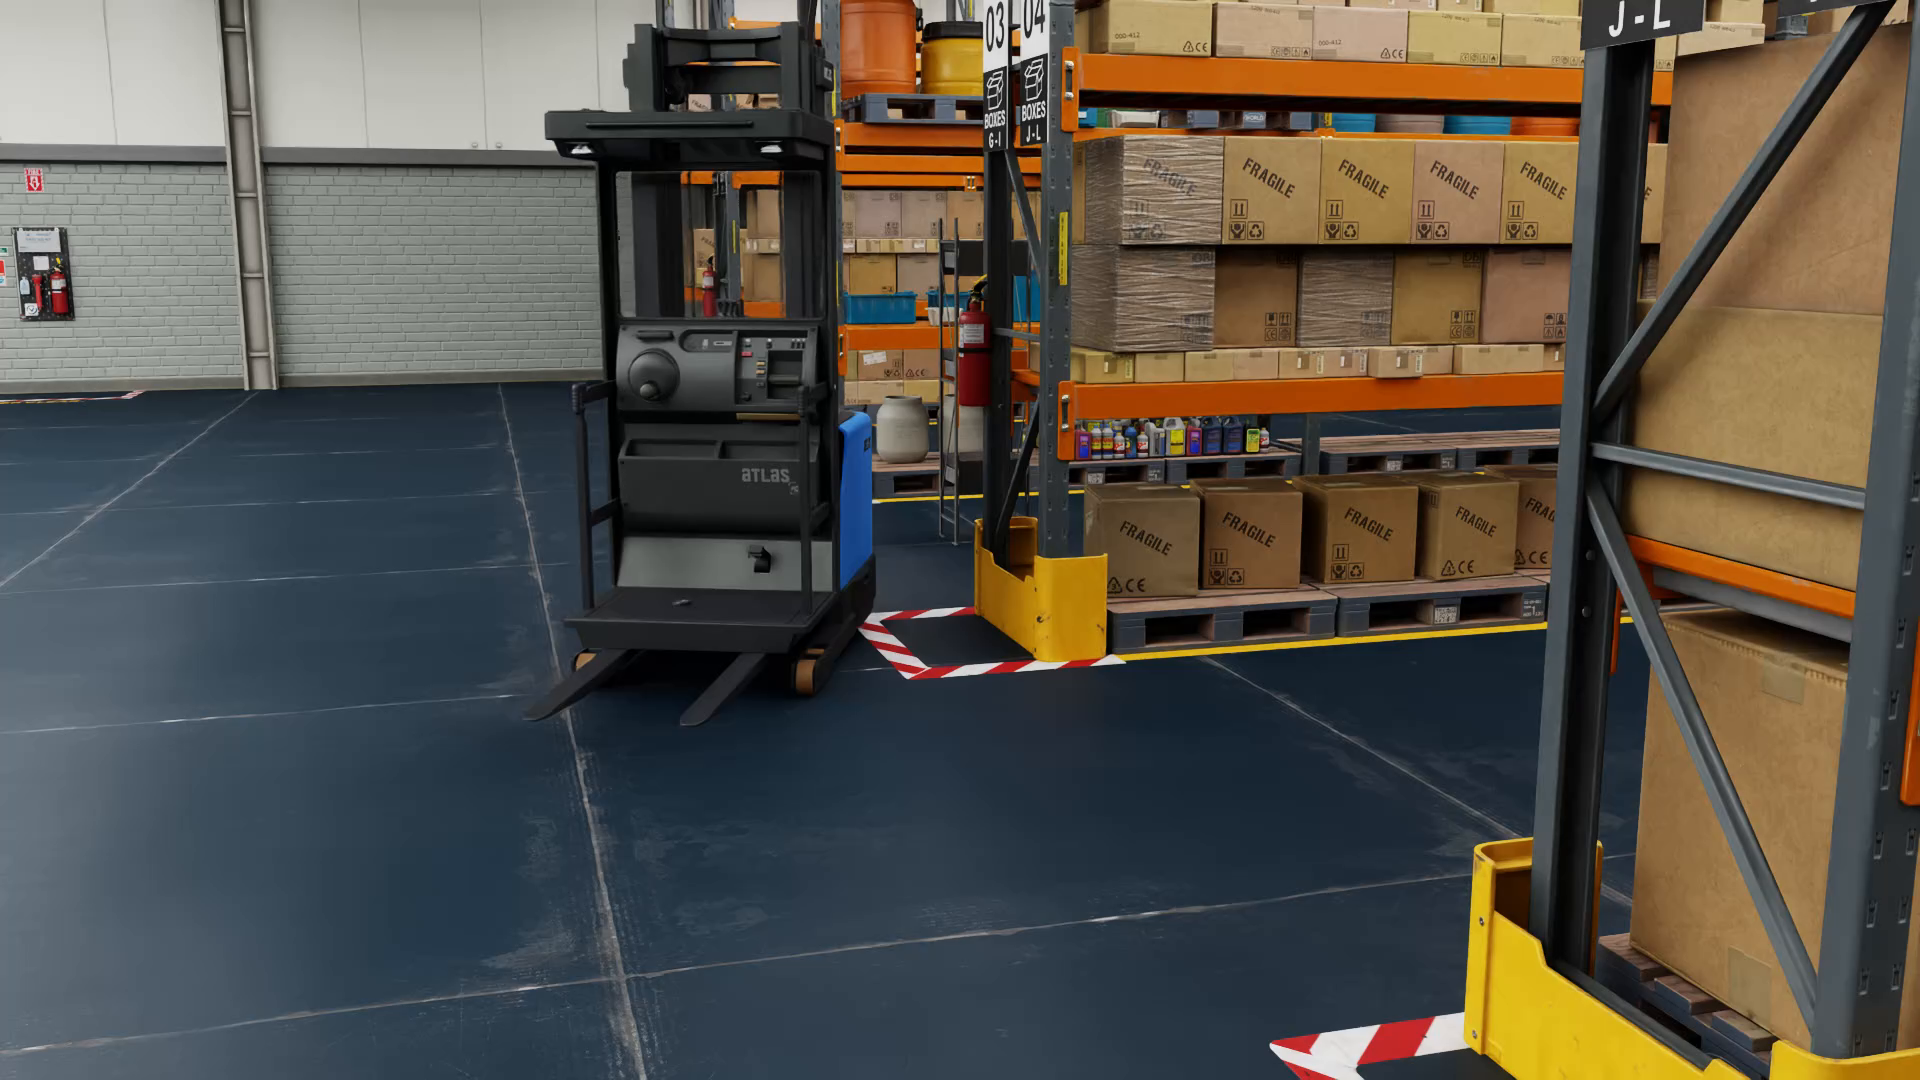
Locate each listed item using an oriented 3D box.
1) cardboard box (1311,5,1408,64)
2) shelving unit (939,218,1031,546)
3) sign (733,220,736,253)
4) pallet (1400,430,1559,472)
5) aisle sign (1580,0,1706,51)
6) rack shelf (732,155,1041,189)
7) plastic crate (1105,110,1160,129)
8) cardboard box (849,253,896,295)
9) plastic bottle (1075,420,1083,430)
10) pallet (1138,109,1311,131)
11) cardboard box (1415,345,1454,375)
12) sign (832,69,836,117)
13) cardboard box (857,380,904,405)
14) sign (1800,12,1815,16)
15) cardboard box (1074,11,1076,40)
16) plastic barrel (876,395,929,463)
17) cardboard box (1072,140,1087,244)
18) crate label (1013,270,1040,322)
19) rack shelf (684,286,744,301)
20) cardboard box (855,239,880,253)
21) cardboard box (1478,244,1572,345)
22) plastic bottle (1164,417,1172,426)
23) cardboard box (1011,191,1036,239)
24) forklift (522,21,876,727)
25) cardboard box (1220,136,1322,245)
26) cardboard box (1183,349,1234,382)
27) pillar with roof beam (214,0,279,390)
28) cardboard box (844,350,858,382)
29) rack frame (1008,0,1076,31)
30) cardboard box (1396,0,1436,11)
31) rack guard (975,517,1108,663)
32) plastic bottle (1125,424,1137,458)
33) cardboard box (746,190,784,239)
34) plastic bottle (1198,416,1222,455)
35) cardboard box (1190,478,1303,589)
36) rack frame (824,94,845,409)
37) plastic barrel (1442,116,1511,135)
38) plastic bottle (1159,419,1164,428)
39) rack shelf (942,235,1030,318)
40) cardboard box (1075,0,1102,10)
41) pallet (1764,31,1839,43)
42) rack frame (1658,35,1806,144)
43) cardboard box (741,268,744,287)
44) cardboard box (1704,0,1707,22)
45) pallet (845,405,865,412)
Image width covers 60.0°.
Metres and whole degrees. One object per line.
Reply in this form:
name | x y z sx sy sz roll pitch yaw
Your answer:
cardboard box | 1.823 -2.430 8.089 0.500 0.250 0.500 -3 11 -16
shelving unit | 0.159 -1.041 10.902 0.503 2.100 0.431 -3 11 -16
sign | -2.298 -3.087 16.923 0.005 0.325 0.100 -3 11 -16
pallet | 4.691 -0.798 14.799 1.213 0.211 1.003 -3 11 -16
aisle sign | 1.455 -1.457 3.496 0.004 0.787 0.394 -3 11 -16
rack shelf | -0.527 -3.942 17.877 4.000 0.370 1.077 -3 11 -16
plastic crate | 1.346 -3.255 12.884 0.396 0.136 0.243 -3 11 -16
cardboard box | -1.015 -2.842 17.921 0.500 0.500 0.700 -3 11 -16
plastic bottle | 0.957 -0.919 14.063 0.135 0.276 0.152 -3 11 -18
pallet | 2.108 -3.389 13.410 1.003 0.211 1.213 -3 11 -16
cardboard box | 2.328 -0.941 8.569 0.250 0.149 0.380 -3 11 -16
sign | -0.917 -3.242 12.062 0.005 0.325 0.100 -3 11 -16
cardboard box | -0.911 -1.613 17.960 0.500 0.250 0.500 -3 11 -16
sign | 4.317 -2.835 8.449 0.005 0.325 0.100 -3 11 -16
cardboard box | 0.710 -2.467 8.293 0.500 0.250 0.500 -3 11 -15
plastic barrel | -0.456 -0.888 13.296 0.421 0.512 0.421 0 10 0
cardboard box | 0.777 -1.755 8.437 0.500 0.500 0.500 -3 11 -16
crate label | 0.625 -2.016 13.614 0.616 0.435 0.502 -3 11 -16
rack shelf | -1.916 -3.328 22.825 4.000 0.370 1.077 -3 11 -16
cardboard box | -1.020 -3.123 17.656 0.250 0.149 0.380 -3 11 -18
cardboard box | 2.767 -1.321 8.840 0.500 0.500 0.875 -3 11 -16
plastic bottle | 1.777 -0.938 14.178 0.097 0.271 0.097 0 10 0
cardboard box | 0.484 -3.560 18.239 0.500 0.500 0.700 -3 11 -16
forklift | -1.134 -0.820 7.406 1.130 2.935 3.031 1 10 6
cardboard box | 1.404 -1.689 8.077 0.500 0.500 0.500 -3 11 -16
cardboard box | 1.148 -0.866 8.160 0.250 0.149 0.380 -3 11 -16
pillar with roof beam | -7.963 -5.665 16.962 0.400 9.000 9.100 -3 11 -16
cardboard box | -1.391 -1.957 17.753 0.500 0.500 0.500 -3 11 -16
rack frame | 0.318 -3.948 7.635 0.127 3.000 1.000 -3 11 -16
cardboard box | 2.132 -2.649 8.180 0.250 0.149 0.380 -3 11 -17
rack guard | 0.391 0.228 8.426 0.348 0.500 1.175 -3 11 -16
plastic bottle | 1.381 -0.803 13.444 0.097 0.271 0.097 0 10 0
cardboard box | -1.945 -3.431 17.538 0.500 0.500 0.700 -3 11 -16
plastic bottle | 2.052 -0.882 13.653 0.185 0.351 0.144 -4 11 -19
cardboard box | 1.486 -0.039 8.719 0.500 0.500 0.500 0 10 -1
rack frame | -1.067 -1.858 12.855 0.127 3.000 1.000 -3 11 -16
plastic barrel | 4.457 -3.912 14.342 0.708 0.901 0.600 -3 11 -16
plastic bottle | 1.688 -0.849 13.660 0.133 0.283 0.061 -3 11 -16
rack shelf | 0.159 -1.716 10.778 0.480 0.518 0.431 -3 11 -16
cardboard box | 0.647 -2.568 7.742 0.250 0.149 0.380 -3 11 -16
pallet | 4.781 -2.595 9.093 1.003 0.211 1.213 -3 11 -16
rack frame | 4.158 -1.200 9.278 0.127 3.000 1.000 -3 11 -16
cardboard box | -2.784 -3.515 22.213 0.500 0.250 0.500 -3 11 -18
cardboard box | 3.645 -2.733 8.634 0.250 0.149 0.380 -3 11 -15
pallet | -1.725 -1.394 18.036 1.213 0.211 1.003 -3 11 -16
